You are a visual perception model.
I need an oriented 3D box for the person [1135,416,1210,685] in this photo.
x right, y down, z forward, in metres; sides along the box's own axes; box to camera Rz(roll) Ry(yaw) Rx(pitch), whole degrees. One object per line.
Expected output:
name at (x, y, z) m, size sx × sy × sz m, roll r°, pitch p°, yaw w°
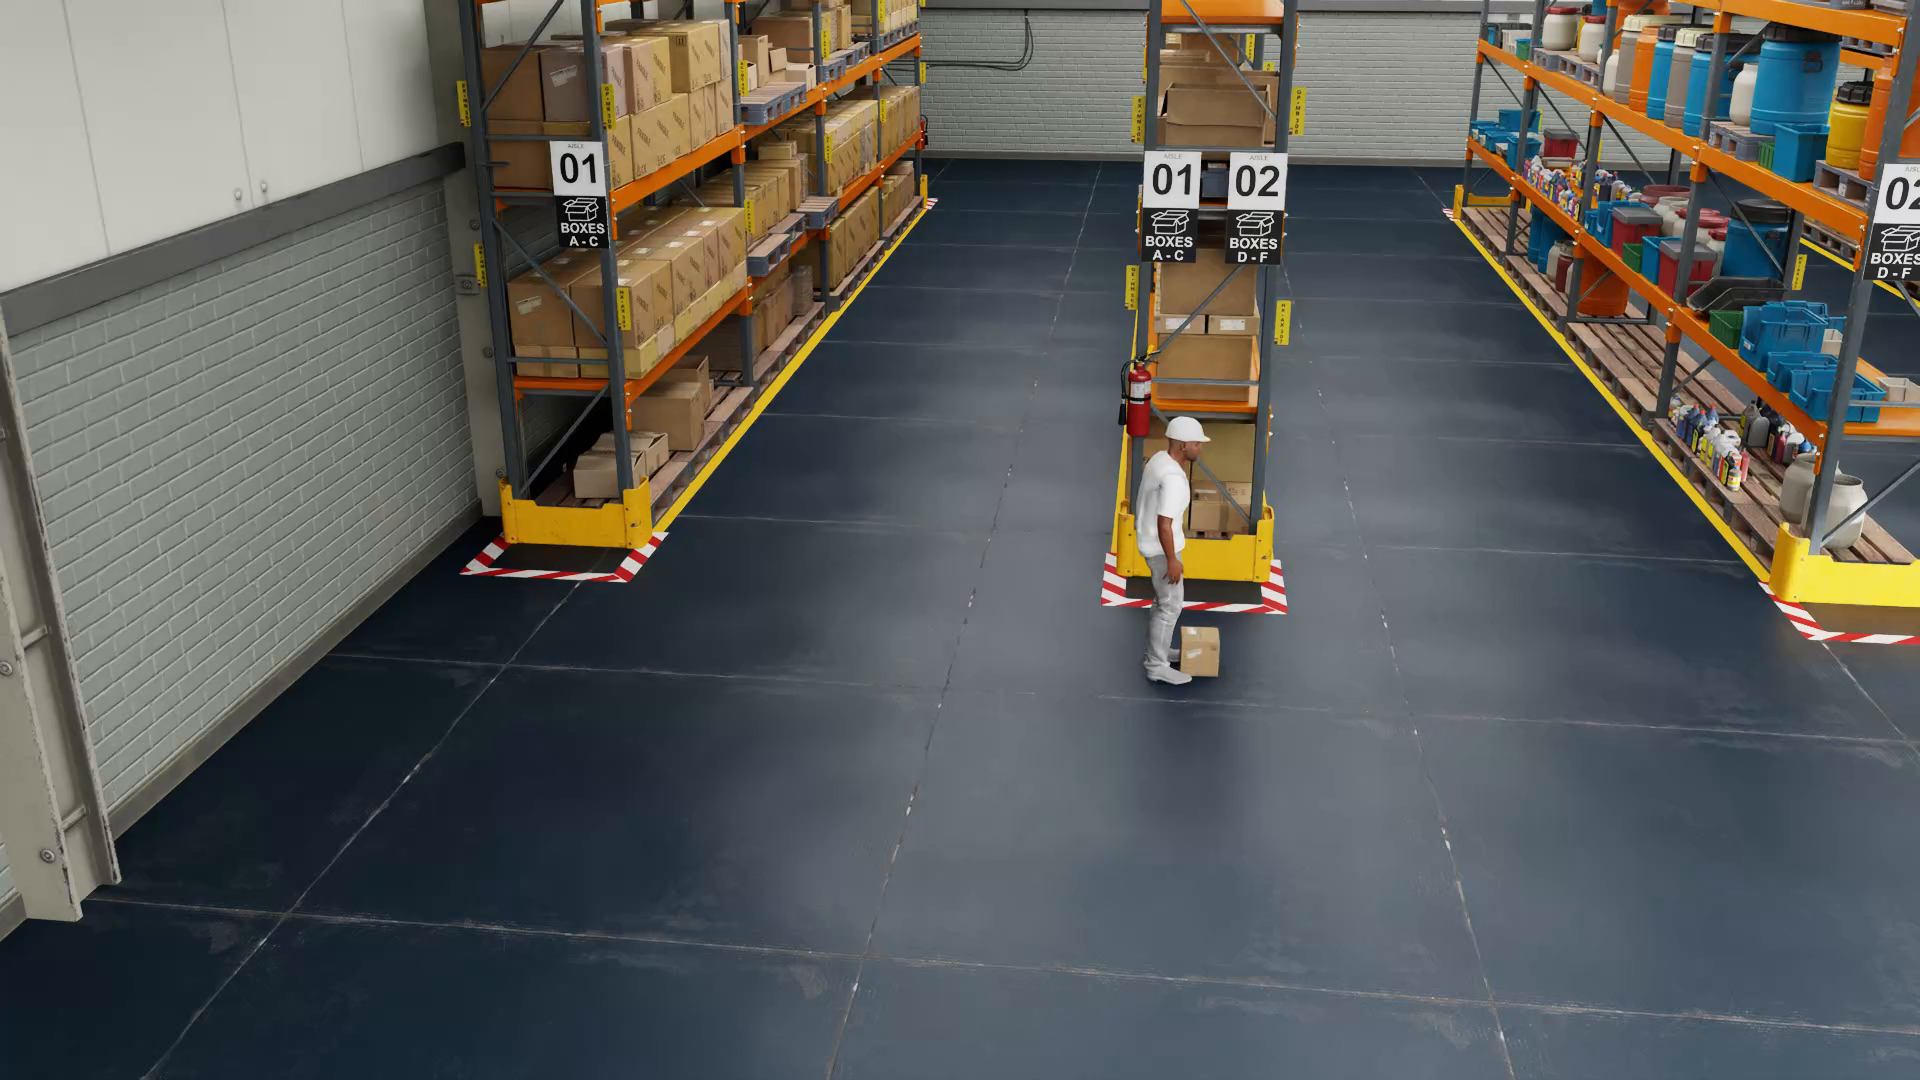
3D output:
person at (1.380, 0.041, 10.953) m, size 0.461 × 1.759 × 0.629 m, roll 1°, pitch 21°, yaw 3°
